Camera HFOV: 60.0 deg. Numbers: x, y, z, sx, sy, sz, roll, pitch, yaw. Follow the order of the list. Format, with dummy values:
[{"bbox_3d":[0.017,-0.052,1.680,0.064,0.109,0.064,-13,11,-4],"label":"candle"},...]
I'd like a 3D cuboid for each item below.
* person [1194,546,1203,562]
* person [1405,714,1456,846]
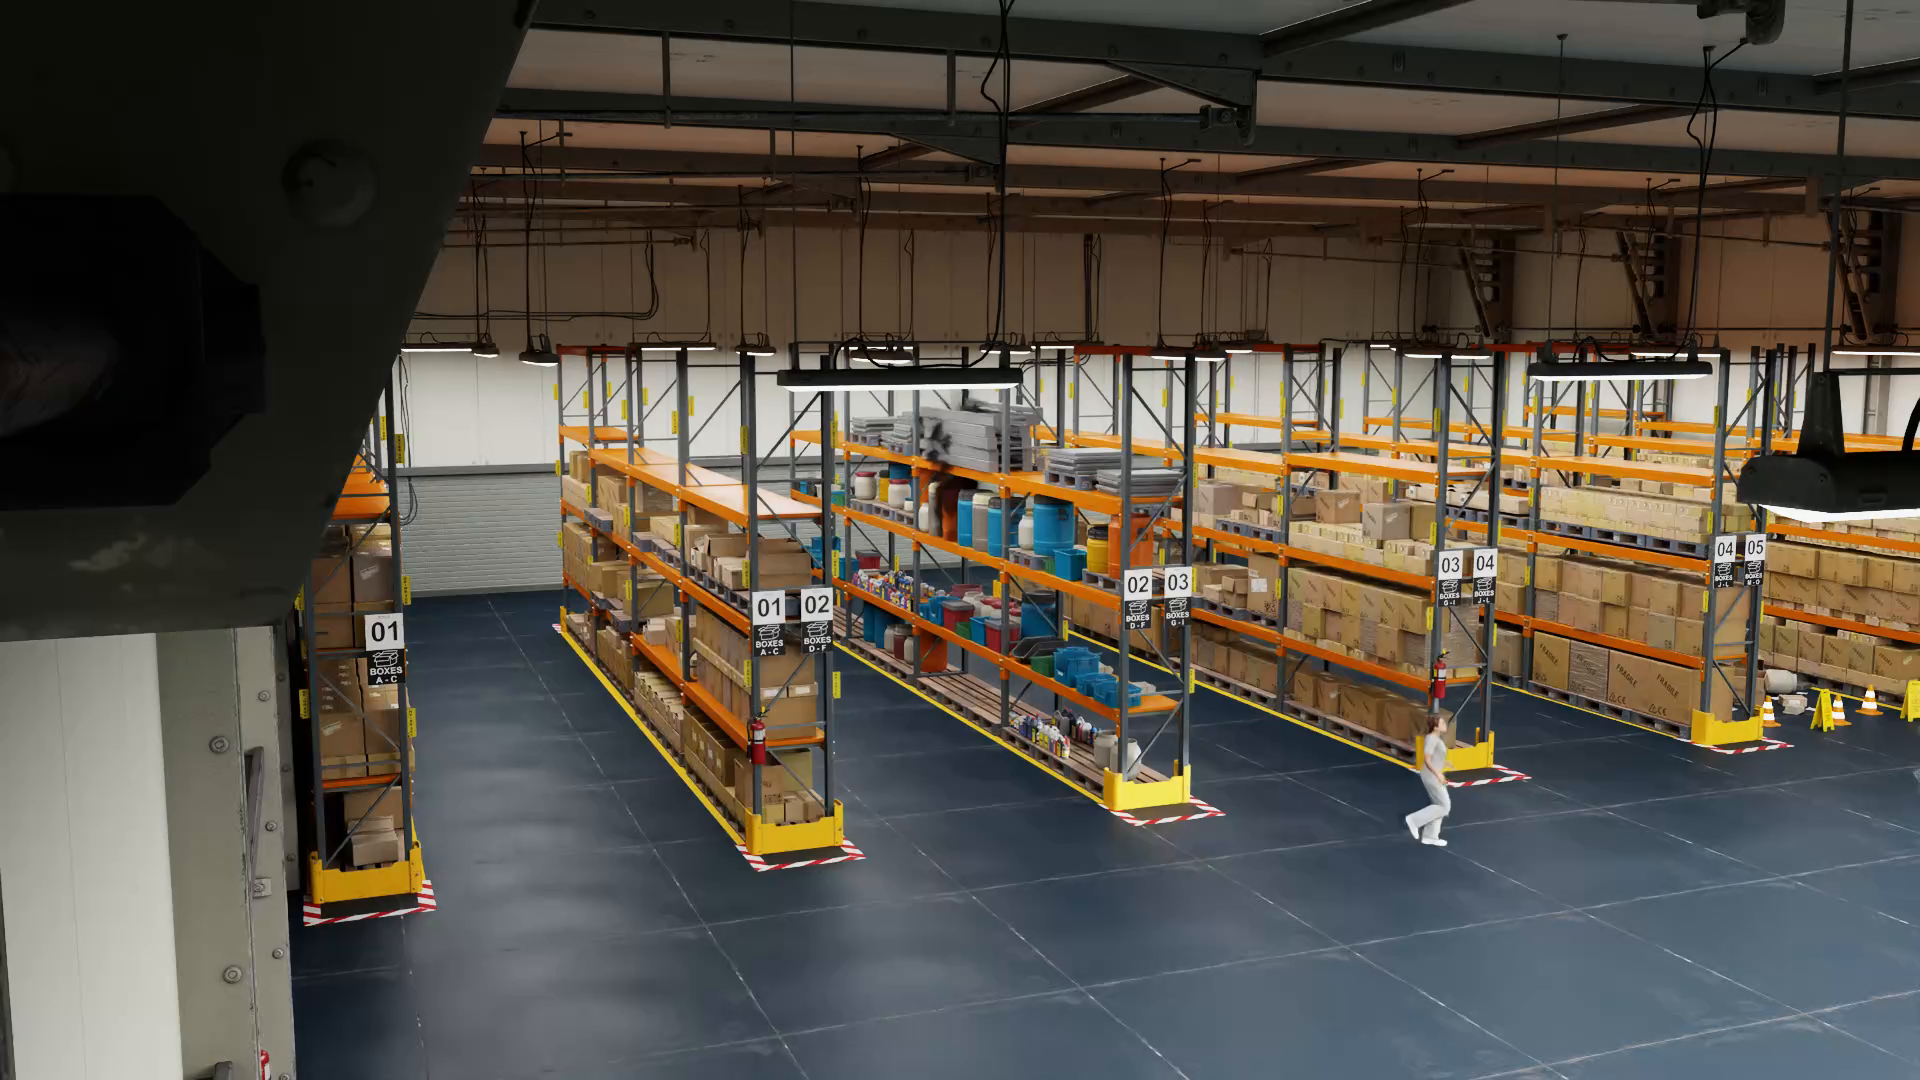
[{"bbox_3d":[5.928,0.241,41.622,0.766,1.706,0.567,-4,8,-26],"label":"person"},{"bbox_3d":[5.793,2.940,20.462,0.605,1.639,0.560,1,7,10],"label":"person"}]
